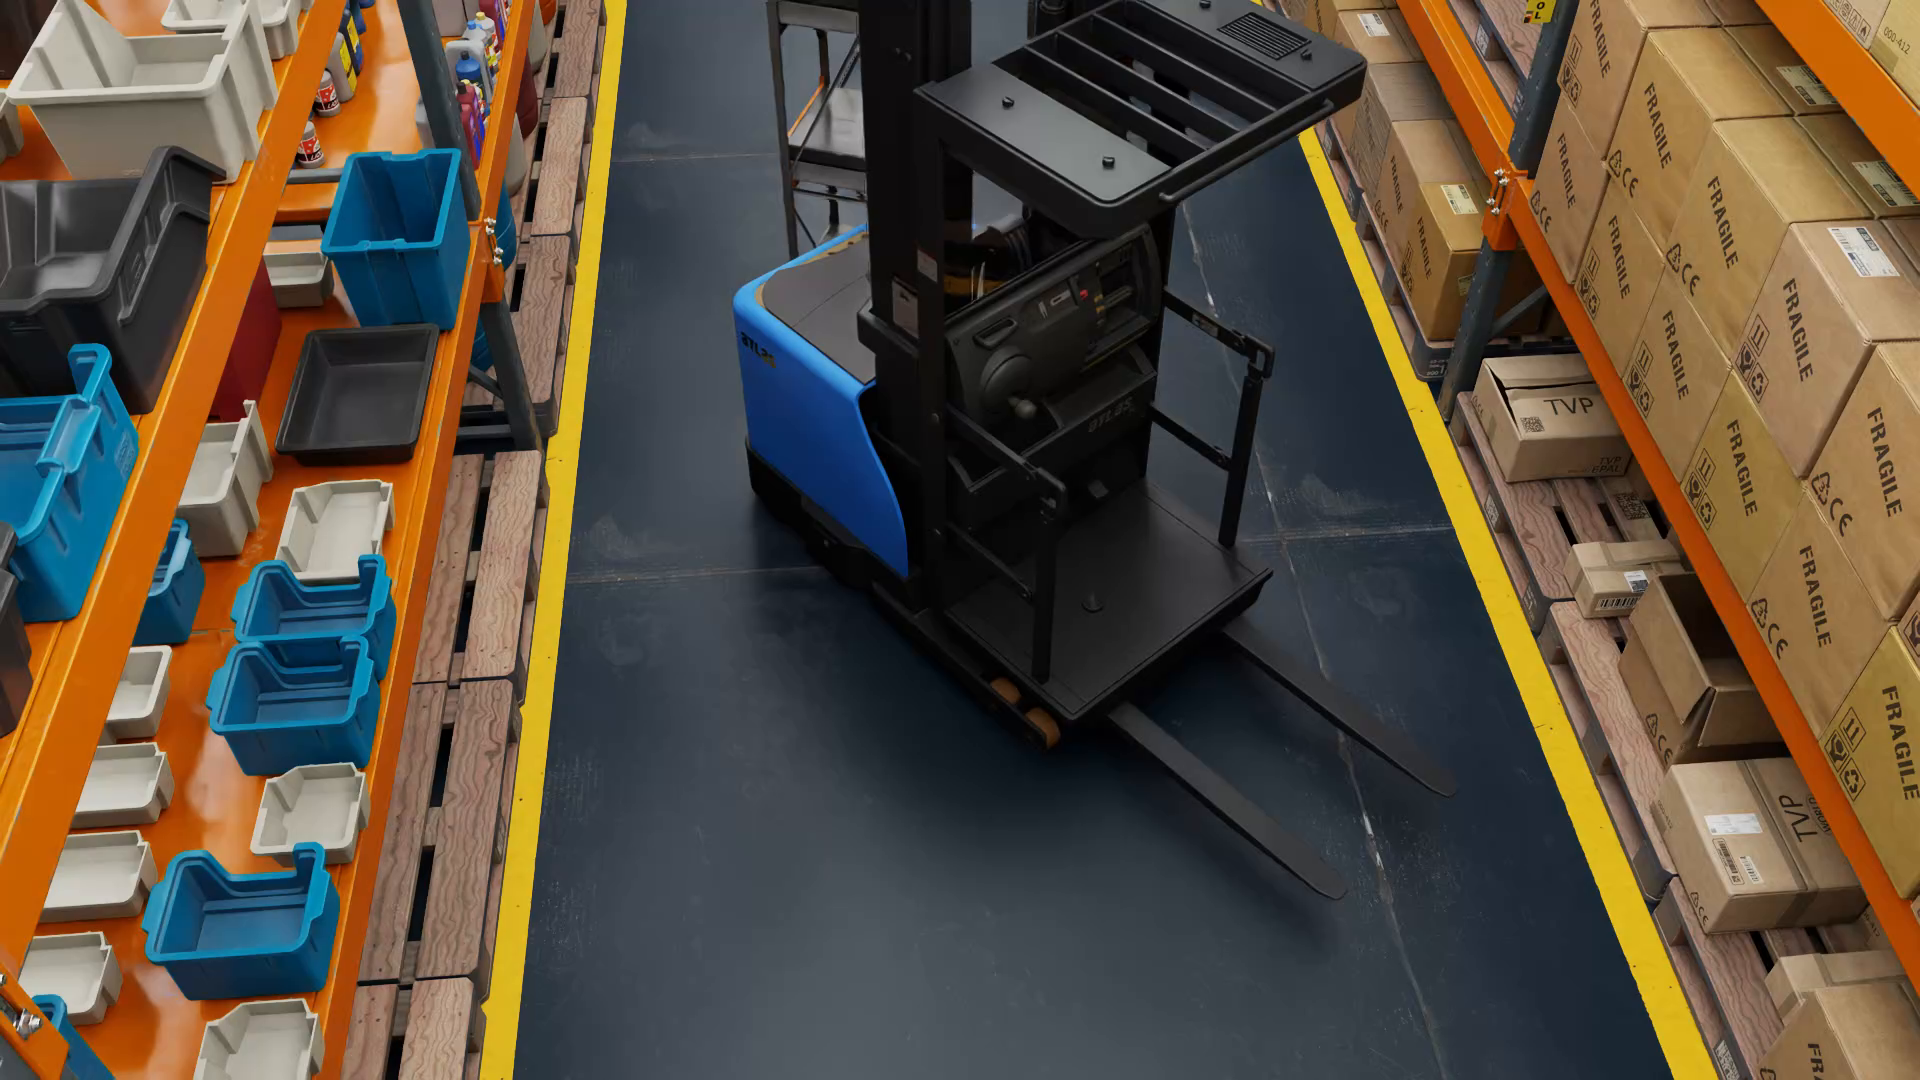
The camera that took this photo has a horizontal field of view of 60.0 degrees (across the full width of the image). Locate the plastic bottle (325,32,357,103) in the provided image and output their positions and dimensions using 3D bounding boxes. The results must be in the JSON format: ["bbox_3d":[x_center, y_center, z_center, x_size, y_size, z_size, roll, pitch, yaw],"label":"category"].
[{"bbox_3d":[-2.556,-1.963,6.713,0.144,0.351,0.185,-3,47,-3],"label":"plastic bottle"}]

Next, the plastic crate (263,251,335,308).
[{"bbox_3d":[-2.400,-0.910,5.823,0.396,0.136,0.243,-3,47,-3],"label":"plastic crate"}]

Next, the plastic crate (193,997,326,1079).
[{"bbox_3d":[-1.598,1.203,3.822,0.250,0.136,0.298,-3,47,-3],"label":"plastic crate"}]

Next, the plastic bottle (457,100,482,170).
[{"bbox_3d":[-1.902,-1.577,6.394,0.061,0.283,0.133,-3,47,-3],"label":"plastic bottle"}]

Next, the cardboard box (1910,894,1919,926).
[{"bbox_3d":[2.666,0.928,3.873,0.500,0.500,0.500,-2,47,-2],"label":"cardboard box"}]

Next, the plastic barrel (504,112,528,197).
[{"bbox_3d":[-2.342,-1.936,8.078,0.421,0.512,0.421,0,47,0],"label":"plastic barrel"}]

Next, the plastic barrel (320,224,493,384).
[{"bbox_3d":[-2.325,-1.143,7.059,0.600,0.901,0.708,-3,47,-3],"label":"plastic barrel"}]

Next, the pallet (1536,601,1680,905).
[{"bbox_3d":[2.802,0.717,6.063,1.003,0.211,1.213,-3,47,-3],"label":"pallet"}]

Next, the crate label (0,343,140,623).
[{"bbox_3d":[-1.717,-0.099,2.951,0.408,0.251,0.502,-3,47,-3],"label":"crate label"}]

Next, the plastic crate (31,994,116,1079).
[{"bbox_3d":[-2.176,1.305,3.519,0.616,0.435,0.499,-3,47,-3],"label":"plastic crate"}]

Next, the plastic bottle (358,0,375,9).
[{"bbox_3d":[-2.632,-2.462,7.241,0.097,0.271,0.097,0,47,0],"label":"plastic bottle"}]

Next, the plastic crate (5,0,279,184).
[{"bbox_3d":[-1.839,-1.045,3.826,0.437,0.282,0.530,-3,47,-3],"label":"plastic crate"}]

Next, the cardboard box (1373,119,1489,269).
[{"bbox_3d":[2.280,-1.614,7.767,0.500,0.500,0.500,-3,47,-3],"label":"cardboard box"}]

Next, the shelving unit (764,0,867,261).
[{"bbox_3d":[-0.457,-1.563,6.921,0.431,2.100,0.503,12,48,11],"label":"shelving unit"}]

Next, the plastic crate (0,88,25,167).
[{"bbox_3d":[-2.382,-0.852,3.743,0.437,0.136,0.530,-3,47,-3],"label":"plastic crate"}]

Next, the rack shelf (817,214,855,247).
[{"bbox_3d":[-0.457,-1.072,7.439,0.431,0.518,0.480,12,48,11],"label":"rack shelf"}]

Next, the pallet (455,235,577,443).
[{"bbox_3d":[-2.319,-0.928,7.620,1.003,0.211,1.213,-3,47,-3],"label":"pallet"}]

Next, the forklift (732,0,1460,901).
[{"bbox_3d":[0.475,-0.650,5.483,1.130,2.935,3.031,-33,55,-27],"label":"forklift"}]

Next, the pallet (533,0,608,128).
[{"bbox_3d":[-2.524,-2.693,9.292,1.003,0.211,1.213,-3,47,-3],"label":"pallet"}]

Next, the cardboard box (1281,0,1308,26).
[{"bbox_3d":[2.108,-3.085,9.161,0.500,0.500,0.500,-5,47,-5],"label":"cardboard box"}]

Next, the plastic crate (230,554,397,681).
[{"bbox_3d":[-1.789,0.237,4.670,0.416,0.233,0.300,-3,47,-3],"label":"plastic crate"}]

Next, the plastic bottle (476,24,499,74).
[{"bbox_3d":[-1.977,-2.036,6.886,0.097,0.201,0.097,0,47,0],"label":"plastic bottle"}]

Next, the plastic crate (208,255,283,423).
[{"bbox_3d":[-2.471,-0.707,5.405,0.402,0.464,0.583,-3,47,-3],"label":"plastic crate"}]

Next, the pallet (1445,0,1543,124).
[{"bbox_3d":[2.682,-2.143,6.982,1.003,0.211,1.213,-3,47,-3],"label":"pallet"}]

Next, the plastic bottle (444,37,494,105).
[{"bbox_3d":[-1.986,-1.906,6.711,0.152,0.276,0.135,-3,47,-3],"label":"plastic bottle"}]

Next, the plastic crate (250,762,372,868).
[{"bbox_3d":[-1.655,0.712,4.287,0.250,0.136,0.298,-3,47,-3],"label":"plastic crate"}]

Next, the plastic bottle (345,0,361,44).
[{"bbox_3d":[-2.601,-2.197,6.990,0.097,0.271,0.097,0,47,0],"label":"plastic bottle"}]

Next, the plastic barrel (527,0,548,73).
[{"bbox_3d":[-2.437,-2.753,8.852,0.421,0.512,0.421,0,47,0],"label":"plastic barrel"}]

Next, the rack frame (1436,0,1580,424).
[{"bbox_3d":[2.640,-1.624,6.359,1.000,3.000,0.127,-3,47,-3],"label":"rack frame"}]

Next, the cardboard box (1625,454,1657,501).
[{"bbox_3d":[2.970,-0.521,6.732,0.500,0.500,0.500,-3,47,-3],"label":"cardboard box"}]

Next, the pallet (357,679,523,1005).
[{"bbox_3d":[-2.091,1.048,5.749,1.003,0.211,1.213,-3,47,-3],"label":"pallet"}]

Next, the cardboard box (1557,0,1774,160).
[{"bbox_3d":[2.399,-1.644,5.620,0.500,0.500,0.500,-2,47,-2],"label":"cardboard box"}]

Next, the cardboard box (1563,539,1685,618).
[{"bbox_3d":[2.542,0.141,6.335,0.380,0.166,0.250,-3,47,-3],"label":"cardboard box"}]

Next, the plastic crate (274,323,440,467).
[{"bbox_3d":[-1.935,-0.458,5.403,0.437,0.125,0.590,-3,47,-3],"label":"plastic crate"}]

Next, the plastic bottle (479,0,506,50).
[{"bbox_3d":[-1.976,-2.219,7.003,0.061,0.283,0.133,-3,47,-3],"label":"plastic bottle"}]

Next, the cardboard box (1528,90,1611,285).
[{"bbox_3d":[2.411,-1.273,5.957,0.500,0.500,0.500,-2,47,-2],"label":"cardboard box"}]

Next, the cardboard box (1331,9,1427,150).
[{"bbox_3d":[2.194,-2.344,8.459,0.500,0.500,0.500,-5,47,-5],"label":"cardboard box"}]

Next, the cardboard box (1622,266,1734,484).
[{"bbox_3d":[2.497,-0.541,5.264,0.500,0.500,0.500,-4,47,-4],"label":"cardboard box"}]

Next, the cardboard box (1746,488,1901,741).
[{"bbox_3d":[2.583,0.192,4.570,0.500,0.500,0.500,-3,47,-3],"label":"cardboard box"}]

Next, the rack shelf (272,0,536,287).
[{"bbox_3d":[-2.464,-2.525,7.708,1.077,0.370,4.000,-3,47,-3],"label":"rack shelf"}]

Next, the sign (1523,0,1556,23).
[{"bbox_3d":[2.087,-1.986,5.904,0.100,0.325,0.005,-3,47,-3],"label":"sign"}]

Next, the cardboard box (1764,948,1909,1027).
[{"bbox_3d":[2.740,1.416,5.128,0.380,0.166,0.250,-3,47,-3],"label":"cardboard box"}]

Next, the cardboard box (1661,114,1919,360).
[{"bbox_3d":[2.485,-0.899,4.915,0.500,0.500,0.500,-5,47,-4],"label":"cardboard box"}]

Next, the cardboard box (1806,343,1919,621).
[{"bbox_3d":[2.572,-0.154,4.209,0.500,0.500,0.500,-2,47,-2],"label":"cardboard box"}]

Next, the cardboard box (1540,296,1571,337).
[{"bbox_3d":[2.842,-1.281,7.452,0.500,0.500,0.500,-5,47,-5],"label":"cardboard box"}]

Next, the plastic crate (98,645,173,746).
[{"bbox_3d":[-2.311,0.436,4.548,0.298,0.136,0.250,-3,47,-3],"label":"plastic crate"}]

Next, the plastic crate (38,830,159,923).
[{"bbox_3d":[-2.220,0.849,4.157,0.396,0.136,0.243,-3,47,-3],"label":"plastic crate"}]

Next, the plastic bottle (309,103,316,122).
[{"bbox_3d":[-2.682,-1.813,6.623,0.152,0.276,0.135,-3,47,-3],"label":"plastic bottle"}]

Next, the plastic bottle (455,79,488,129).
[{"bbox_3d":[-1.941,-1.728,6.593,0.097,0.201,0.097,0,47,0],"label":"plastic bottle"}]

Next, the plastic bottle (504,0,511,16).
[{"bbox_3d":[-2.015,-2.371,7.203,0.097,0.201,0.097,0,47,0],"label":"plastic bottle"}]

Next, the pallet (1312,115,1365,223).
[{"bbox_3d":[2.429,-2.136,8.764,1.003,0.211,1.213,-3,47,-3],"label":"pallet"}]

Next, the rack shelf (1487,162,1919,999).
[{"bbox_3d":[2.807,0.070,5.249,1.077,0.370,4.000,-3,47,-3],"label":"rack shelf"}]

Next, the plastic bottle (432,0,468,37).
[{"bbox_3d":[-2.184,-2.302,7.086,0.152,0.276,0.135,-3,47,-3],"label":"plastic bottle"}]

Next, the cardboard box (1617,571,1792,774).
[{"bbox_3d":[2.802,0.442,5.818,0.797,0.503,0.637,-3,47,-3],"label":"cardboard box"}]

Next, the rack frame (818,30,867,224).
[{"bbox_3d":[-0.387,-1.733,7.081,0.400,2.100,0.015,12,48,11],"label":"rack frame"}]

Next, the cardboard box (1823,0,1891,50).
[{"bbox_3d":[2.512,-1.513,4.291,0.500,0.250,0.500,-3,47,-3],"label":"cardboard box"}]
